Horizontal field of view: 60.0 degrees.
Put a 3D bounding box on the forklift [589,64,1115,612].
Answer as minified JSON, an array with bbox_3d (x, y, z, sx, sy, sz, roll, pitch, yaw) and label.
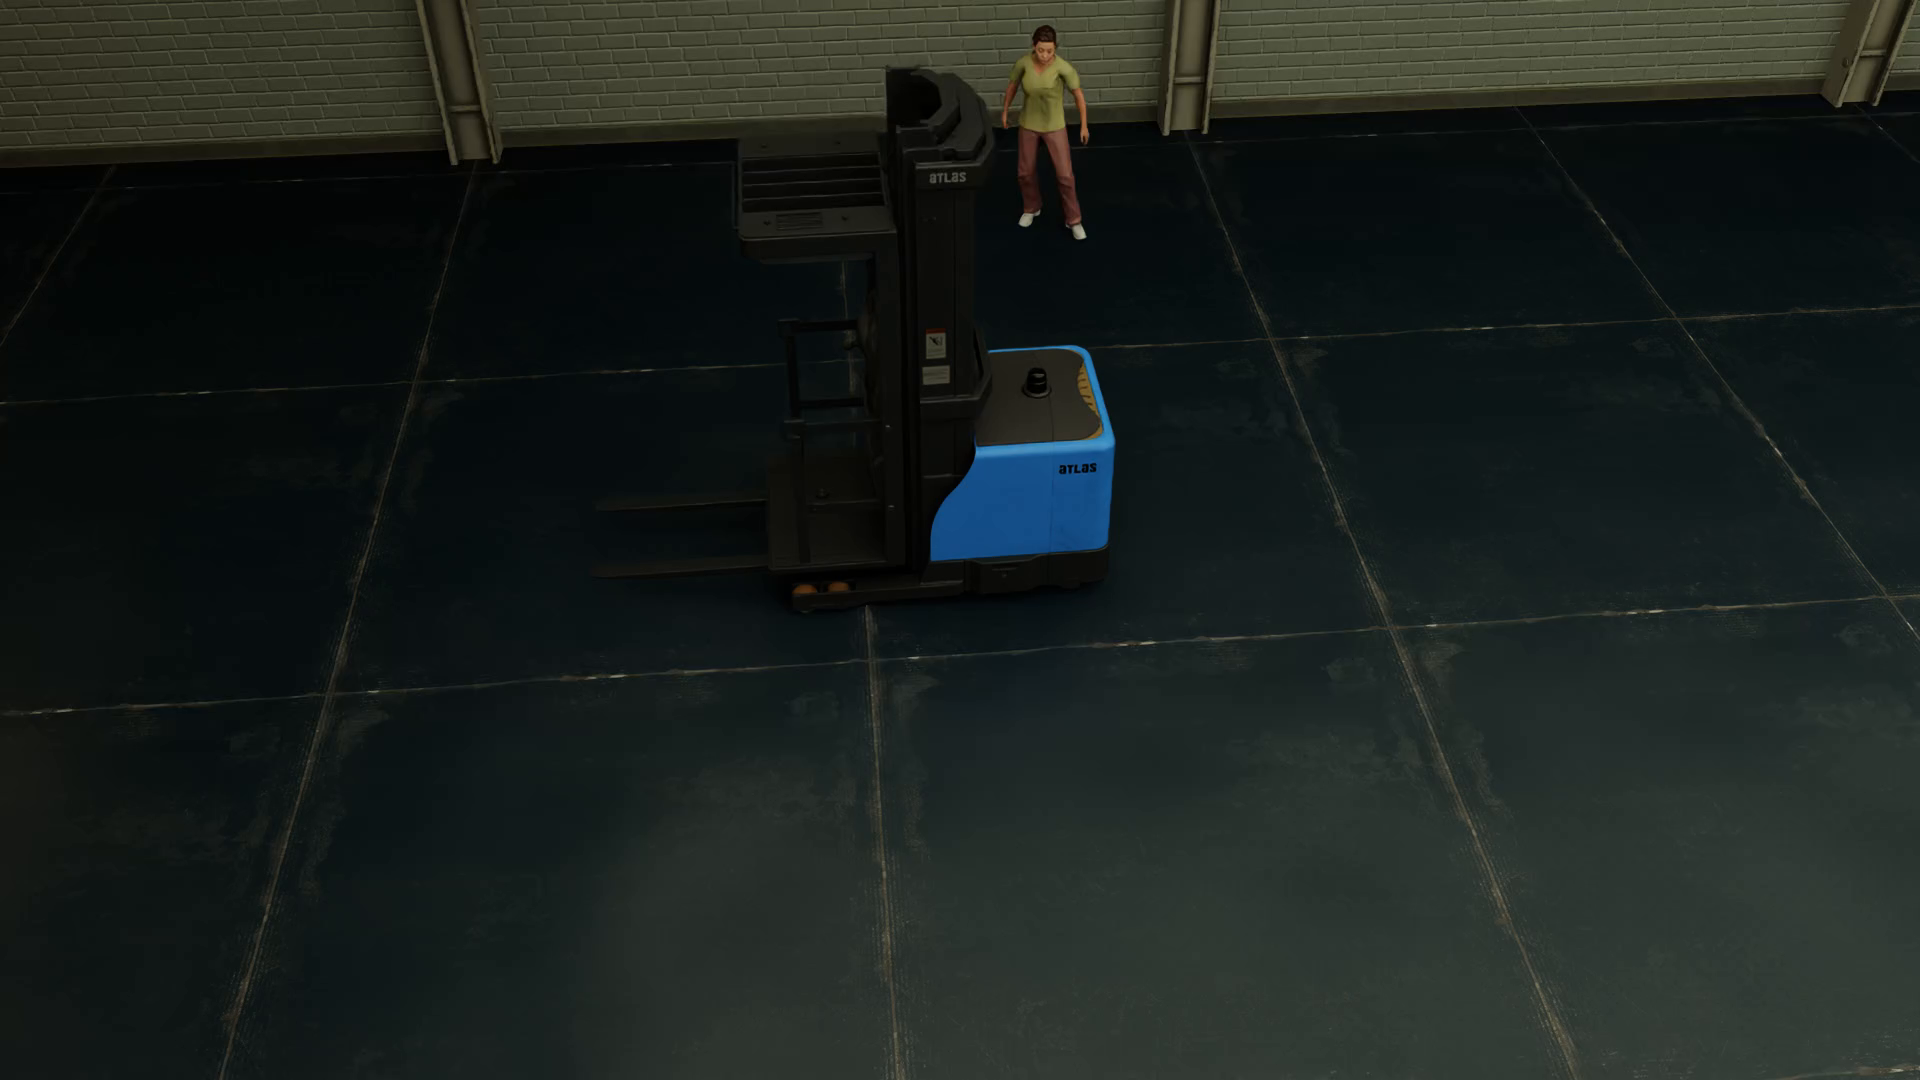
[{"bbox_3d":[-0.674,-1.055,9.171,3.031,2.935,1.130,-4,41,-5],"label":"forklift"}]

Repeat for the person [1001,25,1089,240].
[{"bbox_3d":[0.656,-3.116,12.575,0.772,1.647,0.367,12,42,14],"label":"person"}]
